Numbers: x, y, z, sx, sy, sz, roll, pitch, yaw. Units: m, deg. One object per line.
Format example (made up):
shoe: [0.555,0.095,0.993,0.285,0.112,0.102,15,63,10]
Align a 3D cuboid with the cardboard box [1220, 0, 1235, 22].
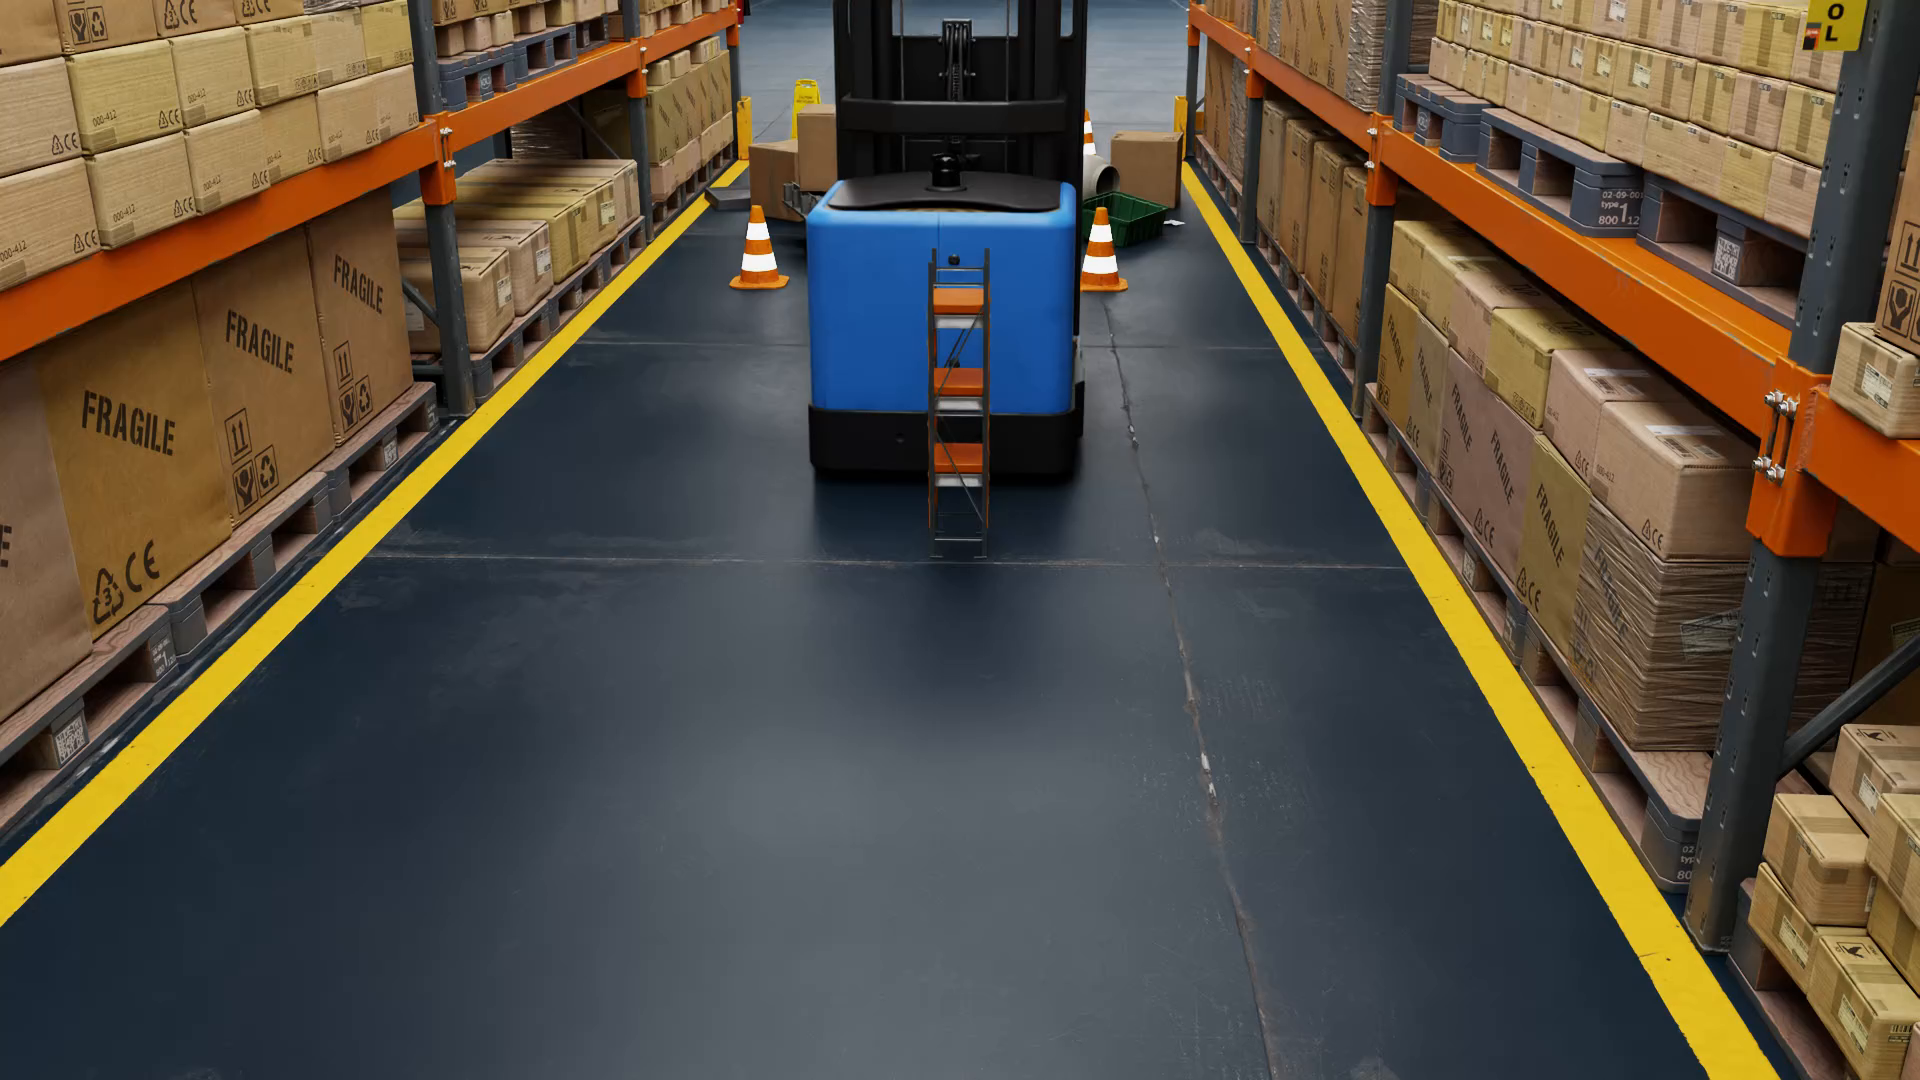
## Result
cardboard box: [2.425,-4.181,12.450,0.875,0.550,0.500,1,21,2]

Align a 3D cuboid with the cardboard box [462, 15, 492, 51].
cardboard box: [-2.398,-2.357,7.725,0.380,0.149,0.250,-1,21,-2]

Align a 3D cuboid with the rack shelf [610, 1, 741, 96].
rack shelf: [-2.508,-3.797,12.663,1.077,0.370,4.000,1,21,2]

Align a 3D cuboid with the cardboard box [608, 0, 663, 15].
cardboard box: [-2.277,-3.751,10.999,0.500,0.500,0.500,1,21,1]

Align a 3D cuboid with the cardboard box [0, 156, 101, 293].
cardboard box: [-2.521,-0.790,4.126,0.500,0.250,0.500,0,21,0]

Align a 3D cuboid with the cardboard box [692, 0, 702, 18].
cardboard box: [-2.214,-4.138,12.893,0.380,0.149,0.250,0,21,1]

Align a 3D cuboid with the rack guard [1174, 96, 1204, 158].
rack guard: [2.504,-3.681,14.825,1.175,0.500,0.348,1,21,2]

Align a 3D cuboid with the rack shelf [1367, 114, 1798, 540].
rack shelf: [2.199,-0.887,5.162,1.077,0.370,4.000,1,21,2]

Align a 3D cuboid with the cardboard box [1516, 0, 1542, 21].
cardboard box: [2.020,-1.757,5.354,0.380,0.149,0.250,2,21,4]

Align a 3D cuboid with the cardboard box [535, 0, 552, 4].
cardboard box: [-2.404,-3.066,8.653,0.500,0.500,0.500,0,21,0]

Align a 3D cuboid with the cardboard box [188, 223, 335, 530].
cardboard box: [-2.826,-0.597,5.778,0.875,0.875,0.875,1,21,2]

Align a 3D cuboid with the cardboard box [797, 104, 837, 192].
cardboard box: [-0.789,-2.588,10.962,0.500,0.500,0.500,1,21,2]

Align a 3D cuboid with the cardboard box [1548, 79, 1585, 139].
cardboard box: [1.997,-1.291,4.976,0.380,0.149,0.250,0,21,0]

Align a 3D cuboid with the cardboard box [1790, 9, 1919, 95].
cardboard box: [1.956,-1.002,3.409,0.380,0.149,0.250,2,21,4]

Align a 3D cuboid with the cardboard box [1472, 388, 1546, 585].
cardboard box: [1.945,-0.171,5.197,0.500,0.500,0.500,0,21,0]

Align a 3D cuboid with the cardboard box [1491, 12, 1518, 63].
cardboard box: [2.027,-1.704,5.630,0.380,0.149,0.250,1,21,2]

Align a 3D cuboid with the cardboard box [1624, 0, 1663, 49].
cardboard box: [1.992,-1.377,4.374,0.380,0.149,0.250,0,21,0]

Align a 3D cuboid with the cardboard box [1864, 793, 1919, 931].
cardboard box: [1.853,0.578,2.930,0.380,0.149,0.250,2,21,4]

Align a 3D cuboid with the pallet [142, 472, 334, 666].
pallet: [-2.830,0.061,5.580,1.003,0.211,1.213,1,21,2]

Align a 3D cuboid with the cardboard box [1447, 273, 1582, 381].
cardboard box: [1.954,-0.716,5.567,0.500,0.250,0.500,1,21,2]

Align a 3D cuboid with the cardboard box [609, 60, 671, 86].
cardboard box: [-2.217,-3.230,11.494,0.380,0.149,0.250,1,21,2]

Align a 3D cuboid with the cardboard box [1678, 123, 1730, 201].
cardboard box: [1.970,-0.907,3.987,0.380,0.149,0.250,1,21,1]

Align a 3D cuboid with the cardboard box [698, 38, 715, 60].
cardboard box: [-2.166,-3.905,13.233,0.380,0.149,0.250,1,21,3]

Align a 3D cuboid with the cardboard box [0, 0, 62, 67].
cardboard box: [-2.524,-1.370,3.892,0.500,0.500,0.500,1,21,1]

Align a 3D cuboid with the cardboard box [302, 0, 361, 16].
cardboard box: [-2.452,-2.100,5.775,0.500,0.500,0.500,1,21,3]

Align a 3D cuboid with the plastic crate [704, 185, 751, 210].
plastic crate: [-1.701,-2.607,12.637,0.402,0.080,0.583,-7,22,-17]

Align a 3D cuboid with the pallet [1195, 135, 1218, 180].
pallet: [2.557,-3.248,14.107,1.003,0.211,1.213,1,21,2]

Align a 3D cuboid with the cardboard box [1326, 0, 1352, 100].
cardboard box: [2.022,-2.338,7.769,0.500,0.500,0.500,1,21,2]

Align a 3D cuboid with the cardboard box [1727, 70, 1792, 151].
cardboard box: [1.960,-0.958,3.706,0.380,0.149,0.250,1,21,2]

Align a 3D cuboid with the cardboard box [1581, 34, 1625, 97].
cardboard box: [1.990,-1.339,4.689,0.380,0.149,0.250,1,21,2]

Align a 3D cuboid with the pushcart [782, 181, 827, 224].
pushcart: [-0.288,-2.180,11.125,1.648,0.377,0.936,-7,22,-17]

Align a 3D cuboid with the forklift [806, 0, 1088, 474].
forklift: [0.018,-2.115,7.427,1.130,2.935,3.031,1,21,4]

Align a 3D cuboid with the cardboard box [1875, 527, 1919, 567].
cardboard box: [2.425,-0.143,4.090,0.500,0.250,0.500,0,21,-1]

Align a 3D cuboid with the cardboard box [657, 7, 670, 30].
cardboard box: [-2.263,-3.680,11.714,0.380,0.149,0.250,1,21,3]

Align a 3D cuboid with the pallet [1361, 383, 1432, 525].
pallet: [2.235,-0.363,6.672,1.003,0.211,1.213,1,21,2]

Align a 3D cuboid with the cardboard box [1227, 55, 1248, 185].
cardboard box: [2.495,-3.149,12.355,0.875,0.875,0.875,1,21,2]

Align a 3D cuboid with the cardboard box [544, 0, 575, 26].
cardboard box: [-2.354,-2.930,9.201,0.380,0.149,0.250,1,21,2]

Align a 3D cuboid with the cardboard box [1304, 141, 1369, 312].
cardboard box: [2.392,-1.627,8.606,1.050,0.750,0.750,1,21,2]

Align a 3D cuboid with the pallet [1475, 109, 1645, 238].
pallet: [2.241,-1.140,5.084,1.003,0.211,1.213,1,21,2]

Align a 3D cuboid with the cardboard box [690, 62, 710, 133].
cardboard box: [-2.246,-3.455,12.972,0.500,0.500,0.500,0,21,0]

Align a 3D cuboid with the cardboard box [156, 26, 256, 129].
cardboard box: [-2.474,-1.390,4.980,0.500,0.250,0.500,0,21,0]

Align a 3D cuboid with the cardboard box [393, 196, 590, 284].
cardboard box: [-2.620,-1.679,9.262,0.950,0.372,0.625,1,21,3]

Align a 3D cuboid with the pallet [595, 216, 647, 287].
pallet: [-2.591,-1.828,10.448,1.003,0.211,1.213,1,21,2]

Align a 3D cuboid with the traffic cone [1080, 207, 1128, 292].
traffic cone: [0.832,-1.740,9.875,0.336,0.463,0.334,1,21,2]

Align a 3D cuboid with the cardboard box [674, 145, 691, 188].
cardboard box: [-2.276,-2.727,12.130,0.500,0.250,0.500,2,21,5]

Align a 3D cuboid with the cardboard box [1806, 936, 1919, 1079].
cardboard box: [1.798,0.859,3.030,0.380,0.149,0.250,1,21,3]

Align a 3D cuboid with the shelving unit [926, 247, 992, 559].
shelving unit: [-0.002,-0.470,5.789,0.215,1.050,0.252,1,21,2]

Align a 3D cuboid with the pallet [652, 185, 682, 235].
pallet: [-2.584,-2.353,11.800,1.003,0.211,1.213,1,21,2]

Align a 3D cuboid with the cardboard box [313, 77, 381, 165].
cardboard box: [-2.446,-1.523,6.014,0.500,0.250,0.500,1,21,3]

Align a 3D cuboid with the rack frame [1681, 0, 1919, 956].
rack frame: [2.139,-0.499,3.168,1.000,3.000,0.127,1,21,2]

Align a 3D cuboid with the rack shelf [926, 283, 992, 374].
rack shelf: [-0.002,-0.725,5.690,0.215,0.259,0.240,1,21,2]

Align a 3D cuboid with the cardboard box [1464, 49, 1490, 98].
cardboard box: [2.029,-1.670,5.952,0.380,0.149,0.250,2,21,4]

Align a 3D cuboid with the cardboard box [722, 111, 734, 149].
cardboard box: [-2.204,-3.466,14.035,0.500,0.250,0.500,1,21,1]

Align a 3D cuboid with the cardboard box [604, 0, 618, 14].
cardboard box: [-2.309,-3.299,10.151,0.380,0.149,0.250,1,21,2]

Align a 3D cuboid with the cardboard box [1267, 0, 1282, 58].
cardboard box: [2.082,-3.068,9.652,0.500,0.500,0.500,1,21,2]
